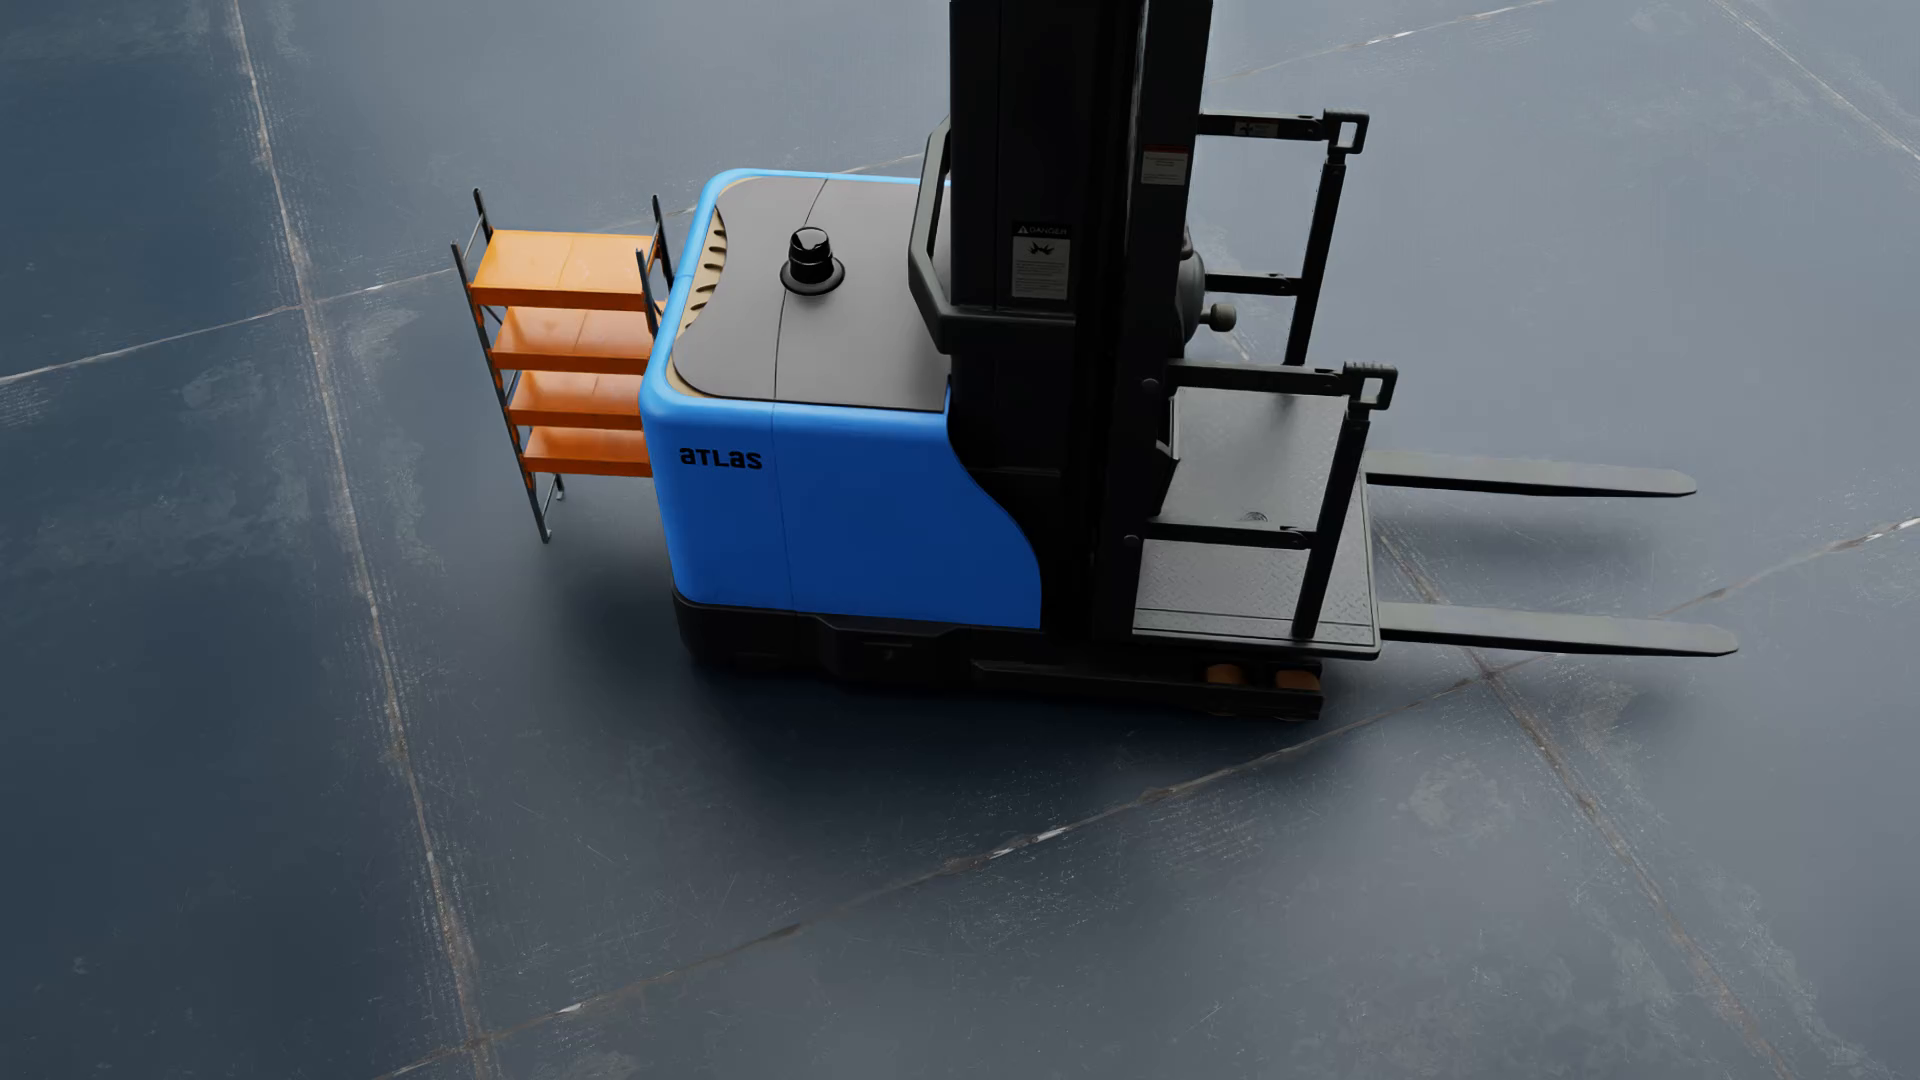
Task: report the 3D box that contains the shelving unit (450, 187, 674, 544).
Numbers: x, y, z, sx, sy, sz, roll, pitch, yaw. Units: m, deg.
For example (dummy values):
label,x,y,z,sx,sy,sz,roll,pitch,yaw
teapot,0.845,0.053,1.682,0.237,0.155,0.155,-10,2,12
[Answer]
label,x,y,z,sx,sy,sz,roll,pitch,yaw
shelving unit,-1.061,-0.458,4.848,0.503,1.200,0.258,3,49,3

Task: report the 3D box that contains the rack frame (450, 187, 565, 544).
label,x,y,z,sx,sy,sz,roll,pitch,yaw
rack frame,-1.305,-0.469,4.862,0.015,1.200,0.240,3,49,3

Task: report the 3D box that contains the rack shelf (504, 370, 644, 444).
label,x,y,z,sx,sy,sz,roll,pitch,yaw
rack shelf,-1.061,-0.414,4.899,0.480,0.148,0.258,3,49,3

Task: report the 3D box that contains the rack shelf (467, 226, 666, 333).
label,x,y,z,sx,sy,sz,roll,pitch,yaw
rack shelf,-1.066,-0.714,4.550,0.480,0.148,0.258,3,49,3

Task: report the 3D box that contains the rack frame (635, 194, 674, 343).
label,x,y,z,sx,sy,sz,roll,pitch,yaw
rack frame,-0.818,-0.446,4.835,0.015,1.200,0.240,3,49,3

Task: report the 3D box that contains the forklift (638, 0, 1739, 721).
label,x,y,z,sx,sy,sz,roll,pitch,yaw
forklift,0.721,-0.857,4.054,3.031,2.935,1.130,4,49,4

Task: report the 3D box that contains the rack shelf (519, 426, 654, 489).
label,x,y,z,sx,sy,sz,roll,pitch,yaw
rack shelf,-1.059,-0.284,5.050,0.480,0.148,0.258,3,49,3

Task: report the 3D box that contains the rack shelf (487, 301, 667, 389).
label,x,y,z,sx,sy,sz,roll,pitch,yaw
rack shelf,-1.063,-0.559,4.730,0.480,0.148,0.258,3,49,3
